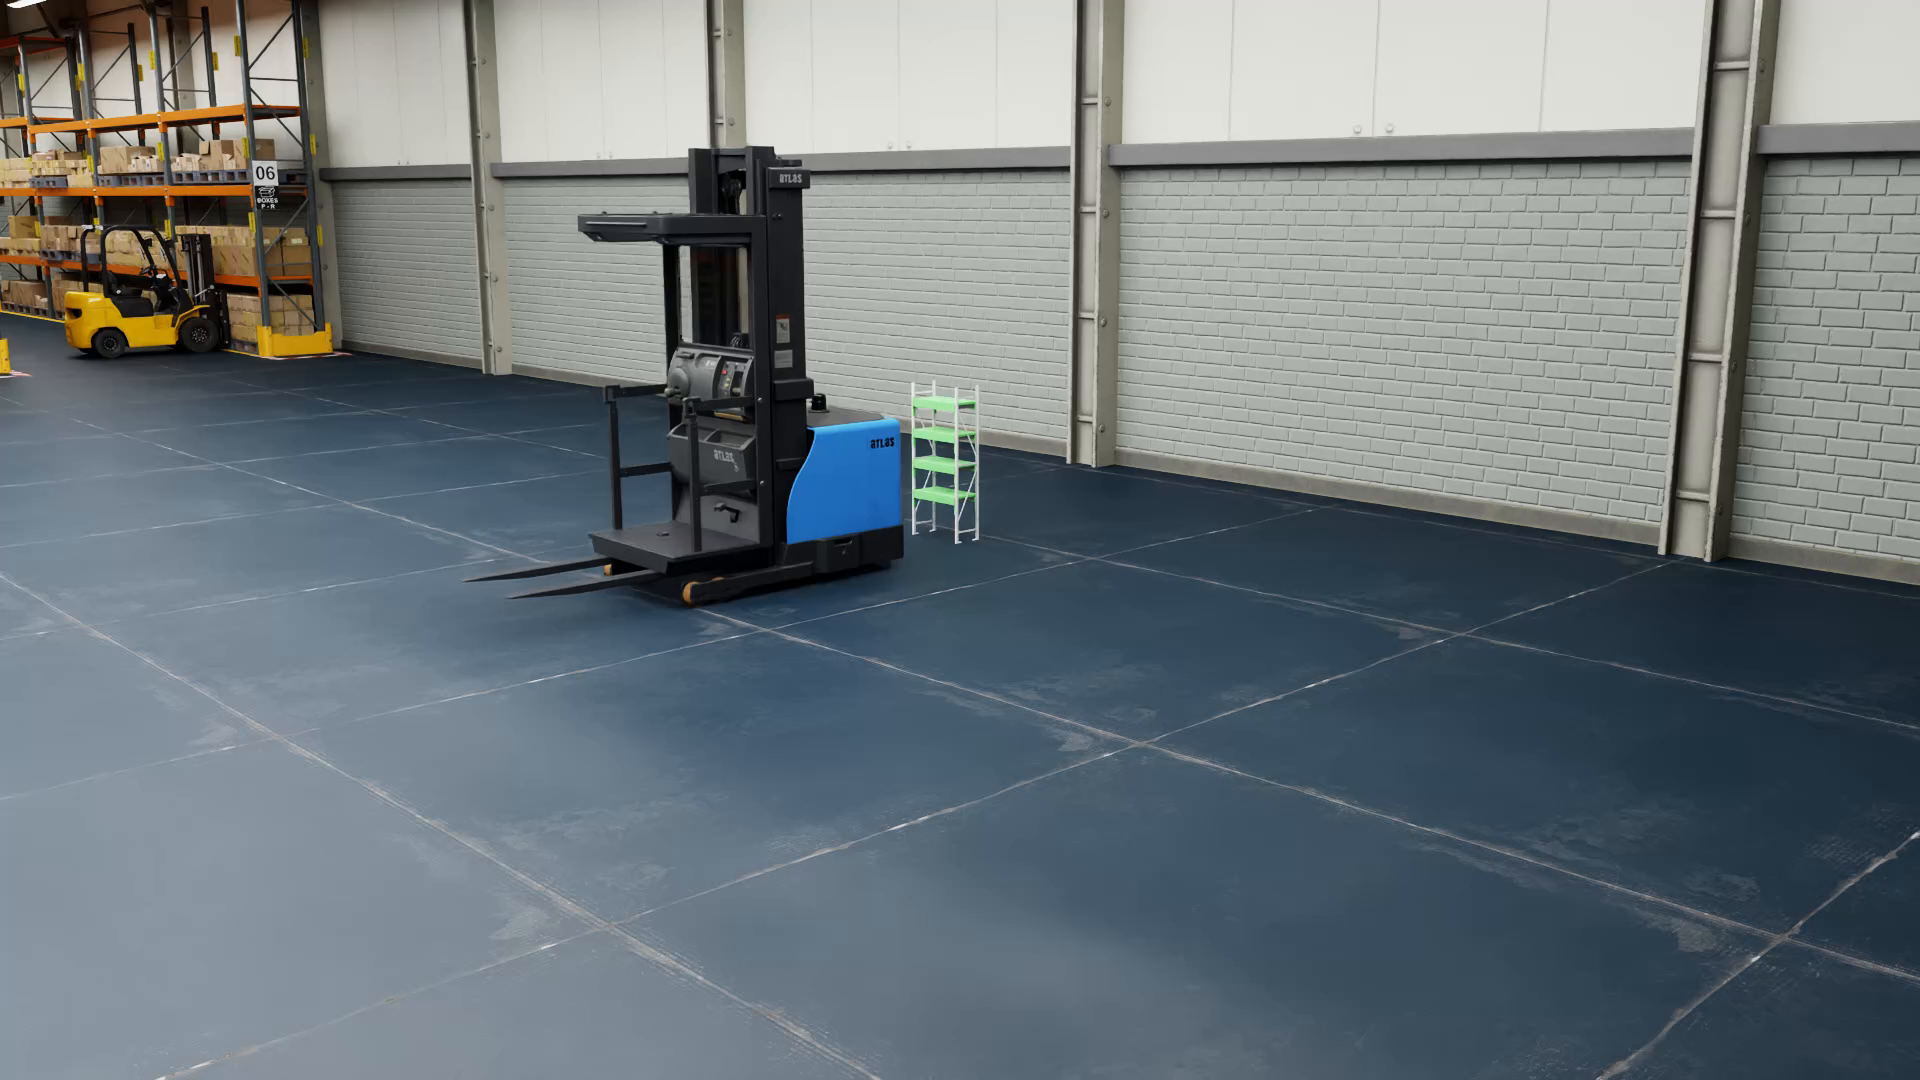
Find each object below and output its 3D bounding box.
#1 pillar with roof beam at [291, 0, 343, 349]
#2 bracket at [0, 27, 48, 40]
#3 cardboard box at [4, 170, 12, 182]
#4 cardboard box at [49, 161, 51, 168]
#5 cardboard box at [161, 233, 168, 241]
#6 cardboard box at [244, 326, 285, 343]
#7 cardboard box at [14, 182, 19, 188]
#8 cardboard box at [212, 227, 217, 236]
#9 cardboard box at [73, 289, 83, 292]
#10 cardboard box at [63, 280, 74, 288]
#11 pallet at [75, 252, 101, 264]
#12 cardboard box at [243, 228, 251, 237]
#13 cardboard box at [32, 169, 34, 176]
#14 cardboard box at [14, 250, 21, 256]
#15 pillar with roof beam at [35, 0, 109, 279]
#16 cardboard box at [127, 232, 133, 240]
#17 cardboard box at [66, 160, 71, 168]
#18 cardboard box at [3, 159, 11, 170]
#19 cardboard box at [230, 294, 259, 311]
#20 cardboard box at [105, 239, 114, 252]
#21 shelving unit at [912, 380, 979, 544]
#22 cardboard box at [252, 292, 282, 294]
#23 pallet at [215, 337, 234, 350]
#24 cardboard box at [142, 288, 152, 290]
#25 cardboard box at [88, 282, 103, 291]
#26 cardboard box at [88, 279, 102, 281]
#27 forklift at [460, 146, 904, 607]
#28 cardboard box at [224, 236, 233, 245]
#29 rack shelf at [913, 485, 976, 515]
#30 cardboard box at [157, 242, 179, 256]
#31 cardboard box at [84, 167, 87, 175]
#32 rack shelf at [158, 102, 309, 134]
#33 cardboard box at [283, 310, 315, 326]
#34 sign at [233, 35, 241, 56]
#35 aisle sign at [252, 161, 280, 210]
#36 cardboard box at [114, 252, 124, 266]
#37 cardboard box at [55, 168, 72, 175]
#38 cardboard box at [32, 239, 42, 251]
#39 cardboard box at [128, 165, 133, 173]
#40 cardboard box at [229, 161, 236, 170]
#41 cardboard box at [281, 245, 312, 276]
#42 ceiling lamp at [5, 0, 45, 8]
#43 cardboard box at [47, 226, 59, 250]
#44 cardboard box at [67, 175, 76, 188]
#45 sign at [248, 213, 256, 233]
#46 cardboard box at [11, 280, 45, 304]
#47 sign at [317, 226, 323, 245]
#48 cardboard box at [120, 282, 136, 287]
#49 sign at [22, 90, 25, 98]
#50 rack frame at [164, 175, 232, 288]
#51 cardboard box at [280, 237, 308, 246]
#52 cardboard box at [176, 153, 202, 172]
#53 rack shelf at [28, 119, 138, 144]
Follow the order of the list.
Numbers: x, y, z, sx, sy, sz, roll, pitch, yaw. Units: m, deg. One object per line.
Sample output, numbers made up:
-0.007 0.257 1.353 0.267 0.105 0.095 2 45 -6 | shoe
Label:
-14.233 -7.200 25.557 9.100 9.000 0.400 -11 16 -43 | pillar with roof beam
-21.729 -11.701 38.485 0.076 0.066 4.783 -11 16 -43 | bracket
-21.147 -8.188 37.421 0.500 0.250 0.500 -11 16 -43 | cardboard box
-18.892 -7.892 34.949 0.380 0.149 0.250 -11 16 -42 | cardboard box
-14.641 -5.639 30.992 0.380 0.149 0.250 -11 16 -43 | cardboard box
-11.843 -3.518 28.325 0.500 0.250 0.500 -11 16 -42 | cardboard box
-20.894 -7.935 37.181 0.380 0.149 0.250 -11 16 -42 | cardboard box
-12.915 -5.432 29.249 0.380 0.149 0.250 -11 16 -42 | cardboard box
-18.336 -5.039 35.088 0.500 0.500 0.500 11 16 43 | cardboard box
-19.089 -5.530 35.864 0.250 0.149 0.380 11 16 42 | cardboard box
-17.334 -5.797 34.090 1.213 0.211 1.003 -11 16 -43 | pallet
-11.883 -5.201 28.130 0.380 0.149 0.250 -11 16 -42 | cardboard box
-19.659 -7.887 35.661 0.380 0.149 0.250 -11 16 -42 | cardboard box
-21.261 -6.529 37.793 0.380 0.149 0.250 -10 16 -41 | cardboard box
-22.520 -8.951 34.057 9.100 9.000 0.548 -11 16 -43 | pillar with roof beam
-15.909 -5.894 32.230 0.380 0.149 0.250 -10 16 -41 | cardboard box
-18.162 -7.737 34.243 0.380 0.149 0.250 -11 16 -42 | cardboard box
-21.161 -8.435 37.379 0.500 0.250 0.500 -10 16 -41 | cardboard box
-12.191 -4.080 28.578 0.500 0.250 0.500 -11 16 -42 | cardboard box
-16.703 -5.871 33.106 0.500 0.250 0.500 -11 16 -43 | cardboard box
-0.114 -0.612 12.908 0.258 1.200 0.503 -11 16 -43 | shelving unit
-12.171 -4.226 29.287 0.500 0.250 0.500 -11 16 -43 | cardboard box
-12.687 -3.552 29.630 1.003 0.211 1.213 -11 16 -43 | pallet
-15.937 -4.657 32.927 0.875 0.625 0.625 -10 15 -41 | cardboard box
-18.022 -5.299 34.744 0.380 0.149 0.250 -11 16 -43 | cardboard box
-18.755 -5.599 36.201 0.380 0.149 0.250 -11 16 -42 | cardboard box
-1.839 -1.120 11.084 3.031 2.935 1.130 -10 15 -41 | forklift
-12.447 -5.162 28.678 0.250 0.149 0.380 11 16 43 | cardboard box
-0.114 -0.314 12.969 0.258 0.148 0.480 -11 16 -43 | rack shelf
-14.577 -5.425 30.944 0.500 0.250 0.500 -11 16 -44 | cardboard box
-17.562 -7.493 33.799 0.380 0.149 0.250 -10 16 -41 | cardboard box
-12.671 -7.316 28.895 1.077 0.370 4.000 -11 16 -43 | rack shelf
-11.465 -3.836 28.629 0.500 0.250 0.500 -11 16 -42 | cardboard box
-11.693 -7.995 26.907 0.100 0.325 0.005 -11 16 -43 | sign
-11.457 -5.857 27.464 0.394 0.787 0.004 -11 16 -43 | aisle sign
-16.342 -5.555 32.814 0.500 0.250 0.500 -11 16 -44 | cardboard box
-18.579 -7.666 34.590 0.380 0.149 0.250 -10 16 -41 | cardboard box
-20.105 -6.498 36.653 0.500 0.250 0.500 -10 16 -41 | cardboard box
-15.564 -7.049 31.595 0.380 0.149 0.250 -11 16 -43 | cardboard box
-12.082 -6.314 28.023 0.250 0.149 0.380 11 16 44 | cardboard box
-11.432 -4.794 28.500 0.500 0.500 0.500 -10 15 -41 | cardboard box
-15.547 -10.689 28.026 0.800 3.185 2.000 -11 16 -43 | ceiling lamp
-19.047 -6.463 35.558 0.700 0.500 0.500 -11 16 -42 | cardboard box
-18.038 -7.385 34.260 0.500 0.250 0.500 -11 16 -43 | cardboard box
-11.692 -5.244 27.473 0.100 0.325 0.005 -11 16 -43 | sign
-21.424 -5.718 38.386 0.700 0.500 0.500 -10 15 -40 | cardboard box
-10.885 -5.173 28.247 0.100 0.325 0.005 -11 16 -43 | sign
-17.343 -5.288 34.691 0.380 0.149 0.250 -11 16 -42 | cardboard box
-21.924 -10.517 38.951 0.100 0.325 0.005 -11 16 -43 | sign
-14.053 -5.218 30.805 1.000 3.000 0.127 -11 16 -43 | rack frame
-11.337 -5.087 28.311 0.250 0.149 0.380 11 16 44 | cardboard box
-13.654 -6.743 29.704 0.500 0.311 0.500 -10 16 -41 | cardboard box
-18.196 -8.484 34.562 1.077 0.370 4.000 -11 16 -43 | rack shelf
